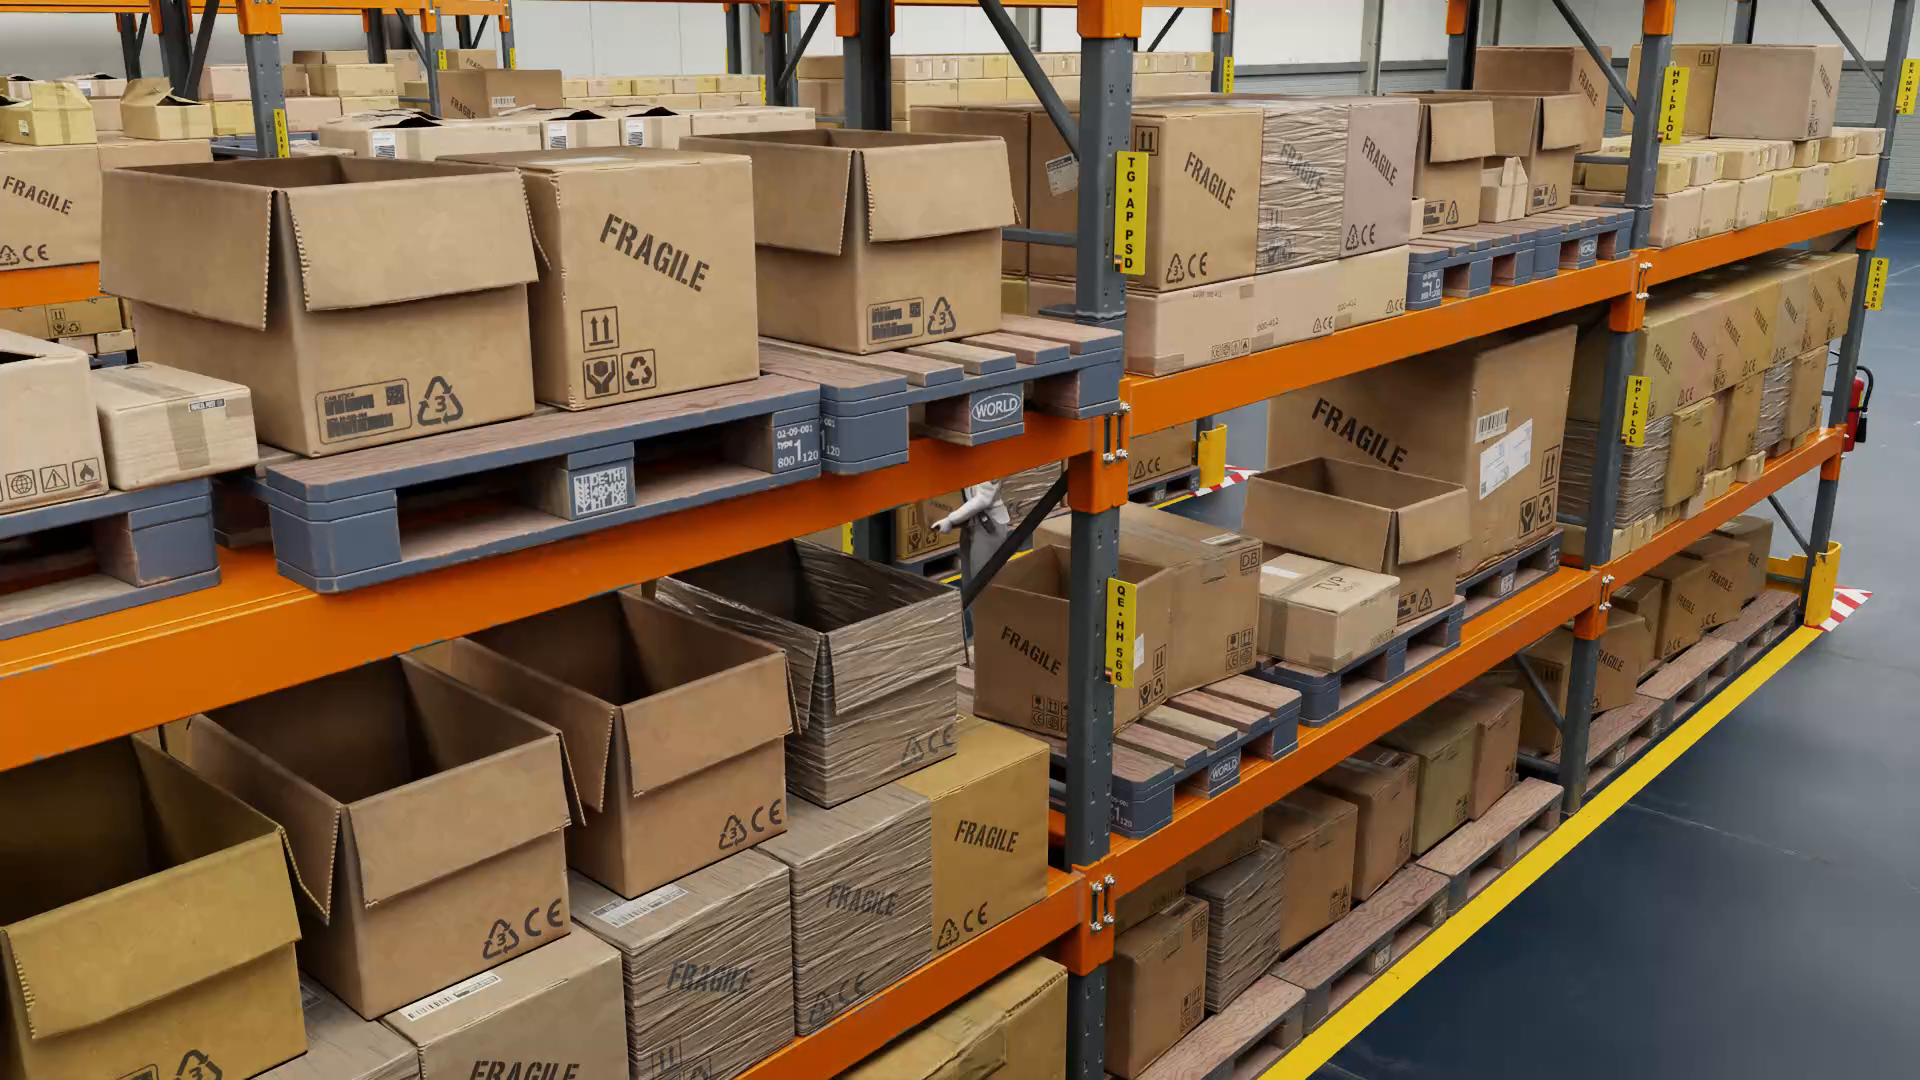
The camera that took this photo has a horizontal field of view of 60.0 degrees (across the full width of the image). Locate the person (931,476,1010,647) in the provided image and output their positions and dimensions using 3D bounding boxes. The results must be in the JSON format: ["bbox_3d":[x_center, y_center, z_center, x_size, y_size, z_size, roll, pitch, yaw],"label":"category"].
[{"bbox_3d":[0.067,-0.067,10.222,0.562,1.686,0.459,-4,18,-14],"label":"person"}]
